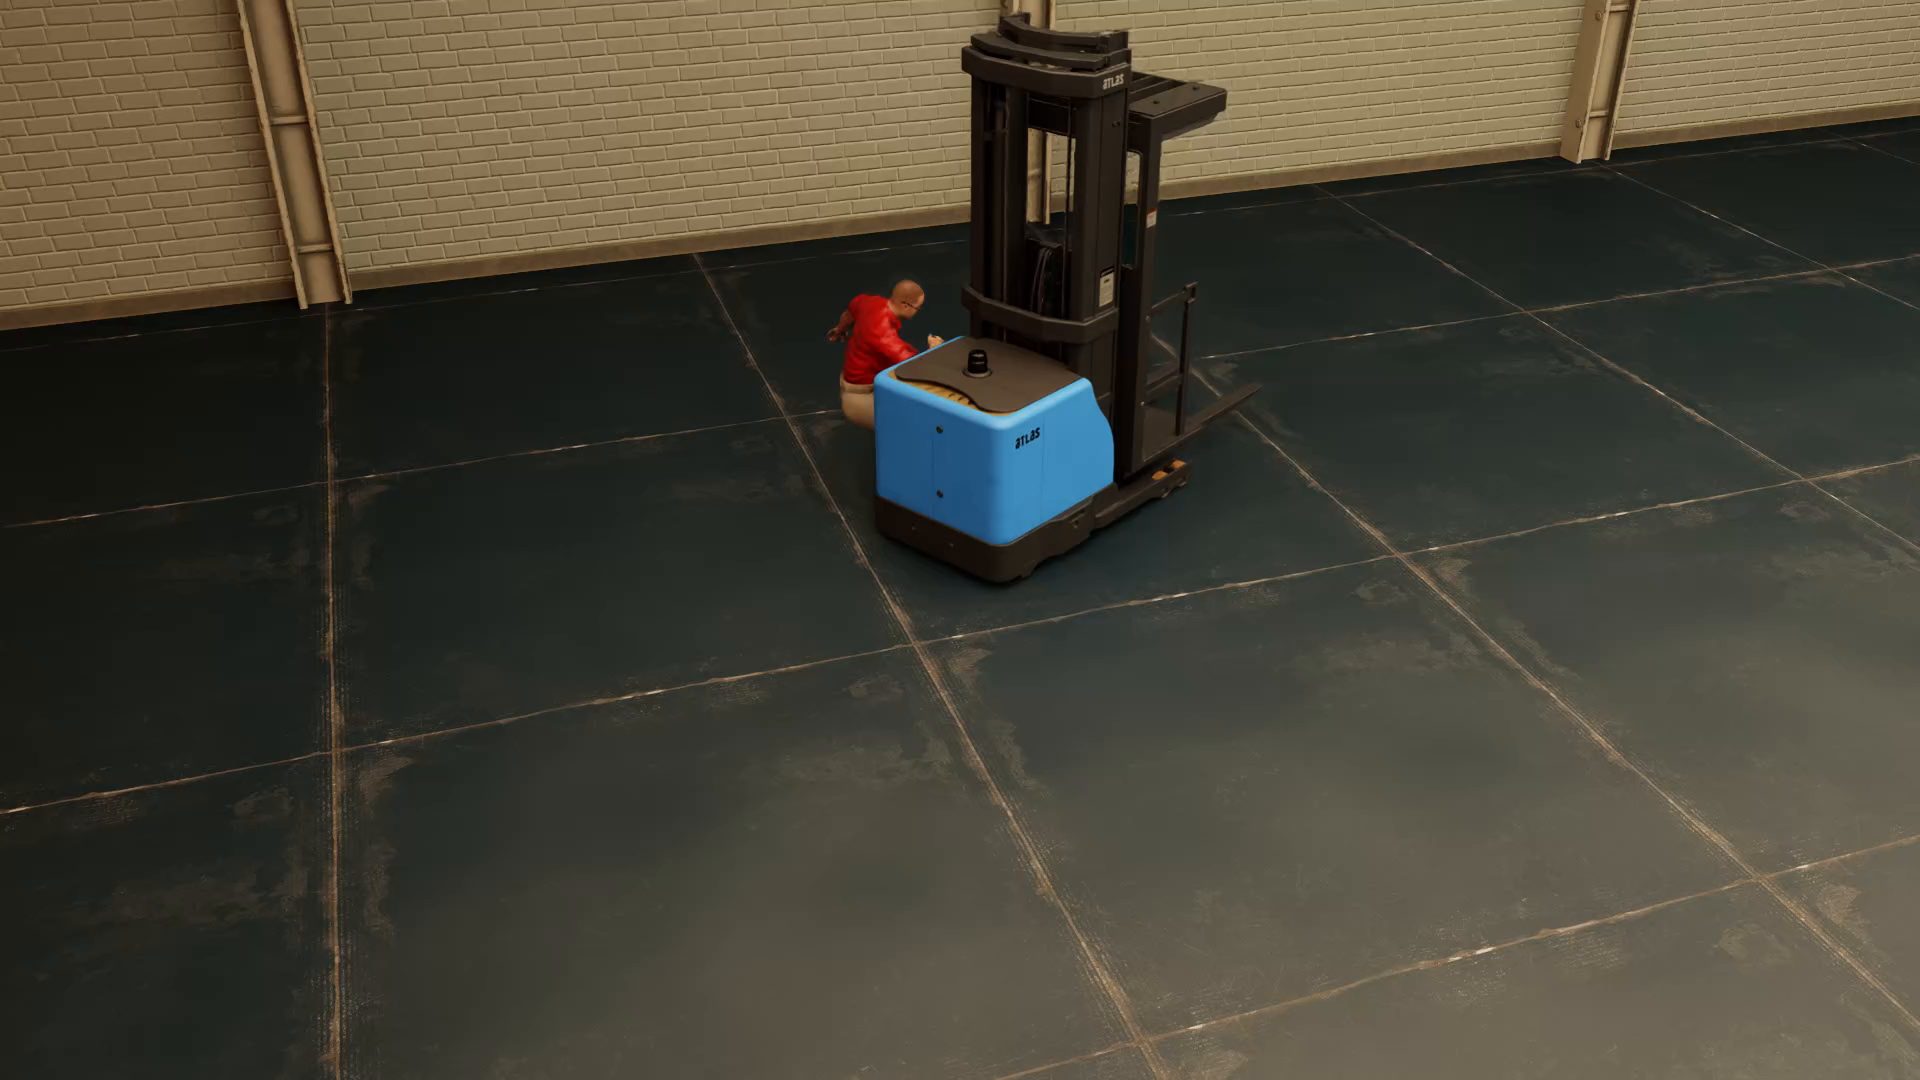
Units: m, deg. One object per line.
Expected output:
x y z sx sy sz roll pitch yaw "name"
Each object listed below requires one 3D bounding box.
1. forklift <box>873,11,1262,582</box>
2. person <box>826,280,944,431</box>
0.834 -1.686 10.017 1.130 2.935 3.031 24 37 35 "forklift"
-0.331 -0.985 10.396 0.945 1.463 1.082 -4 30 -6 "person"
